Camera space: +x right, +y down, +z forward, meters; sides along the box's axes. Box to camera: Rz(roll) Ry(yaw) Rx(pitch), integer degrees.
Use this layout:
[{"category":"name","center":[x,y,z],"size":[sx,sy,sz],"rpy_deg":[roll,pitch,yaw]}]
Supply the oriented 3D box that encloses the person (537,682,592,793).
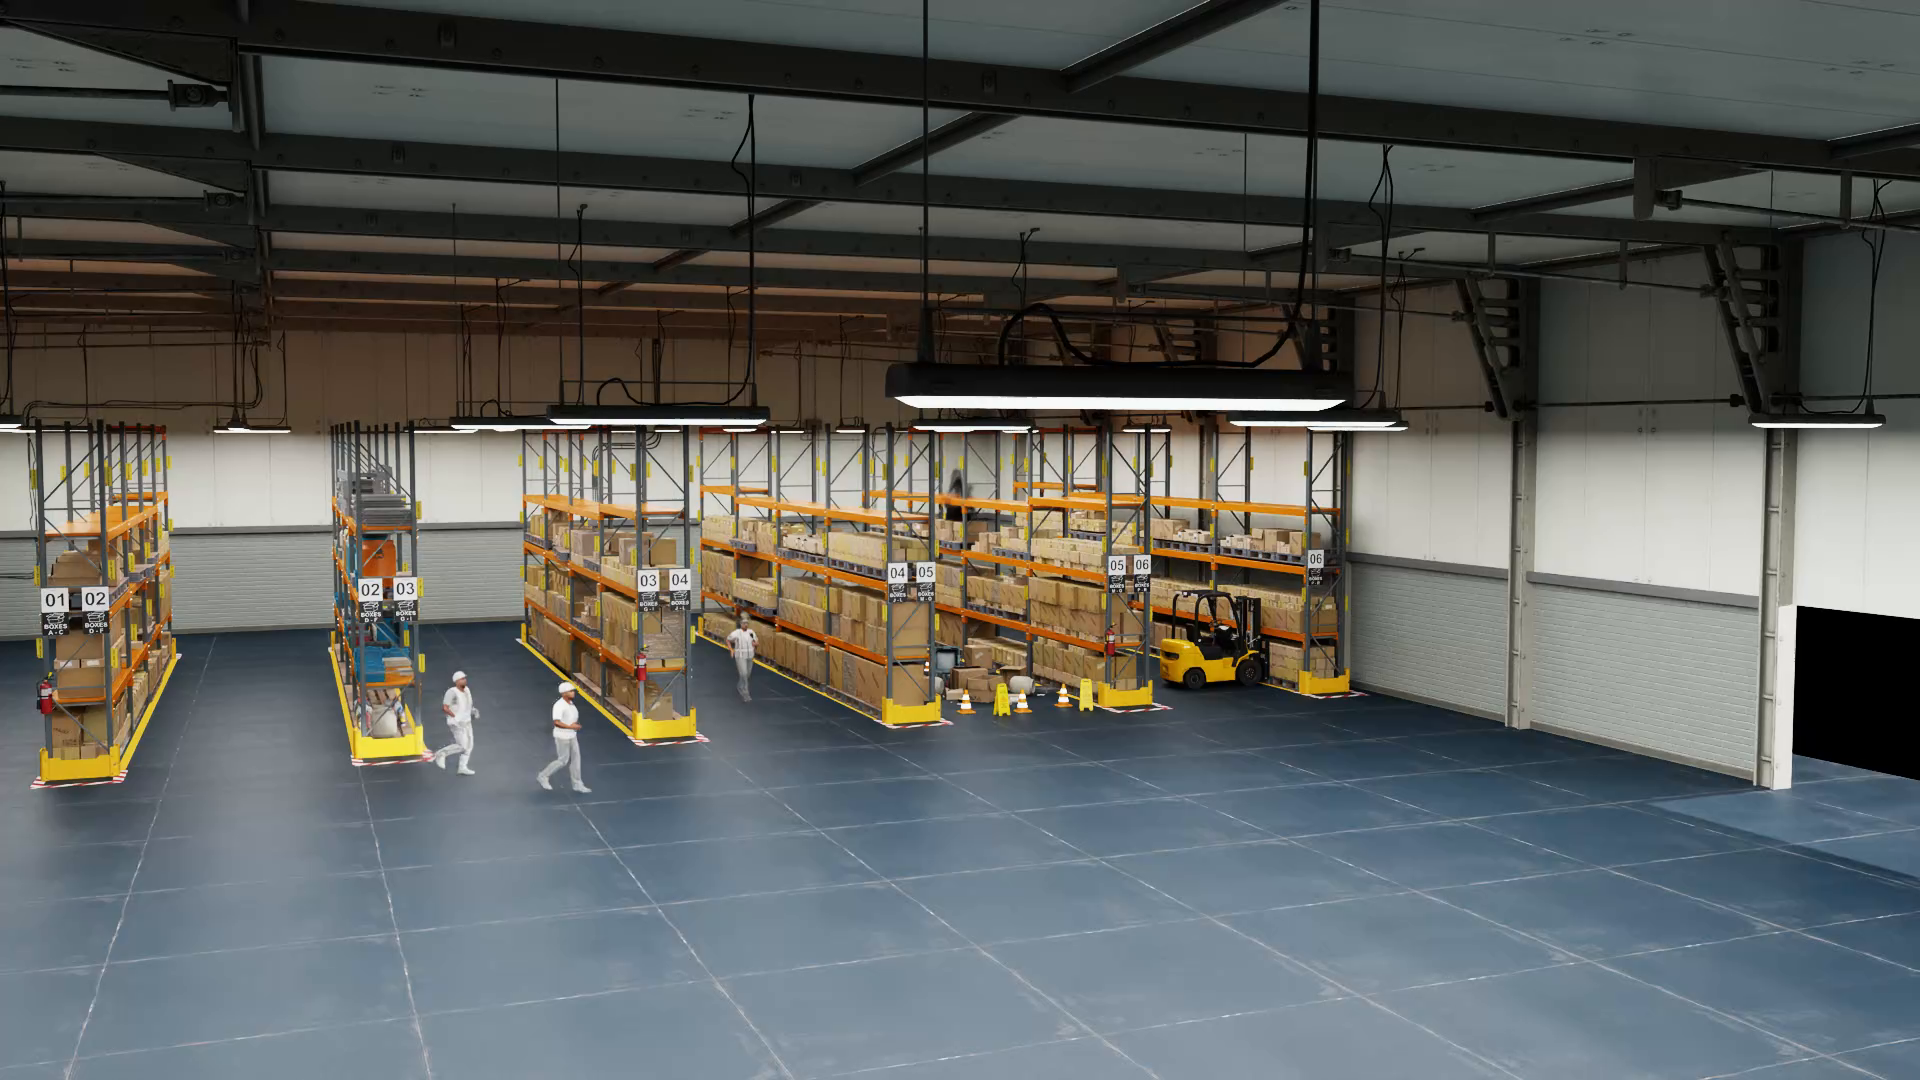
[{"category":"person","center":[-6.350,3.168,26.678],"size":[0.866,1.779,0.724],"rpy_deg":[0,4,7]}]

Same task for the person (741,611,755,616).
[{"category":"person","center":[-6.451,1.731,50.444],"size":[0.917,1.664,0.571],"rpy_deg":[-4,5,-45]}]

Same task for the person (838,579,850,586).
[{"category":"person","center":[-3.639,1.753,51.000],"size":[0.647,1.570,0.521],"rpy_deg":[-1,4,-20]}]

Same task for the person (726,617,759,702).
[{"category":"person","center":[-4.690,2.563,36.157],"size":[0.649,1.813,0.916],"rpy_deg":[-3,4,-35]}]

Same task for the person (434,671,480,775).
[{"category":"person","center":[-8.530,3.095,28.206],"size":[0.657,1.757,0.678],"rpy_deg":[1,4,14]}]
